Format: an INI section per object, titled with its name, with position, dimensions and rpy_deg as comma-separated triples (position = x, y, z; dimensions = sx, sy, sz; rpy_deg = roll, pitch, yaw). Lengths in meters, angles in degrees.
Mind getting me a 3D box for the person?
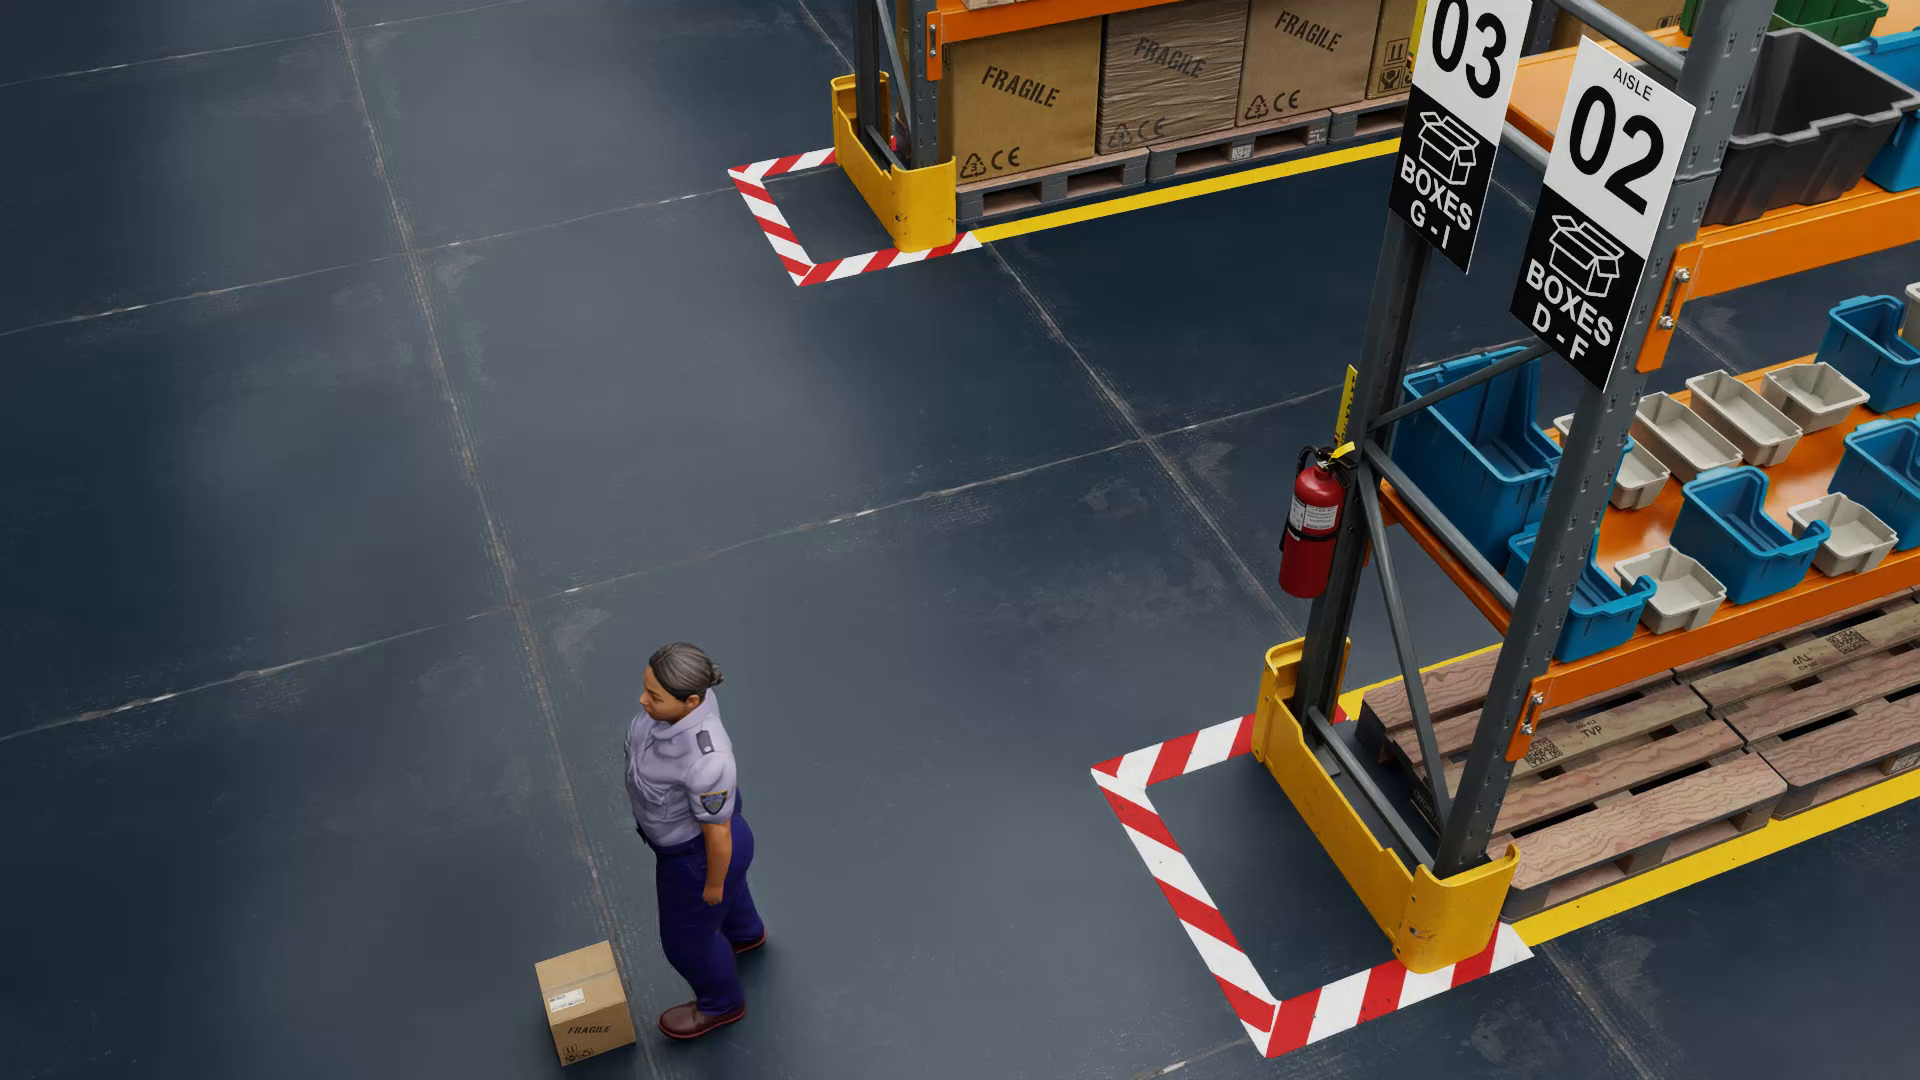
[person]
position = -0.838, 0.926, 5.154
dimensions = 0.438, 1.646, 0.469
rpy_deg = -14, 44, -15
